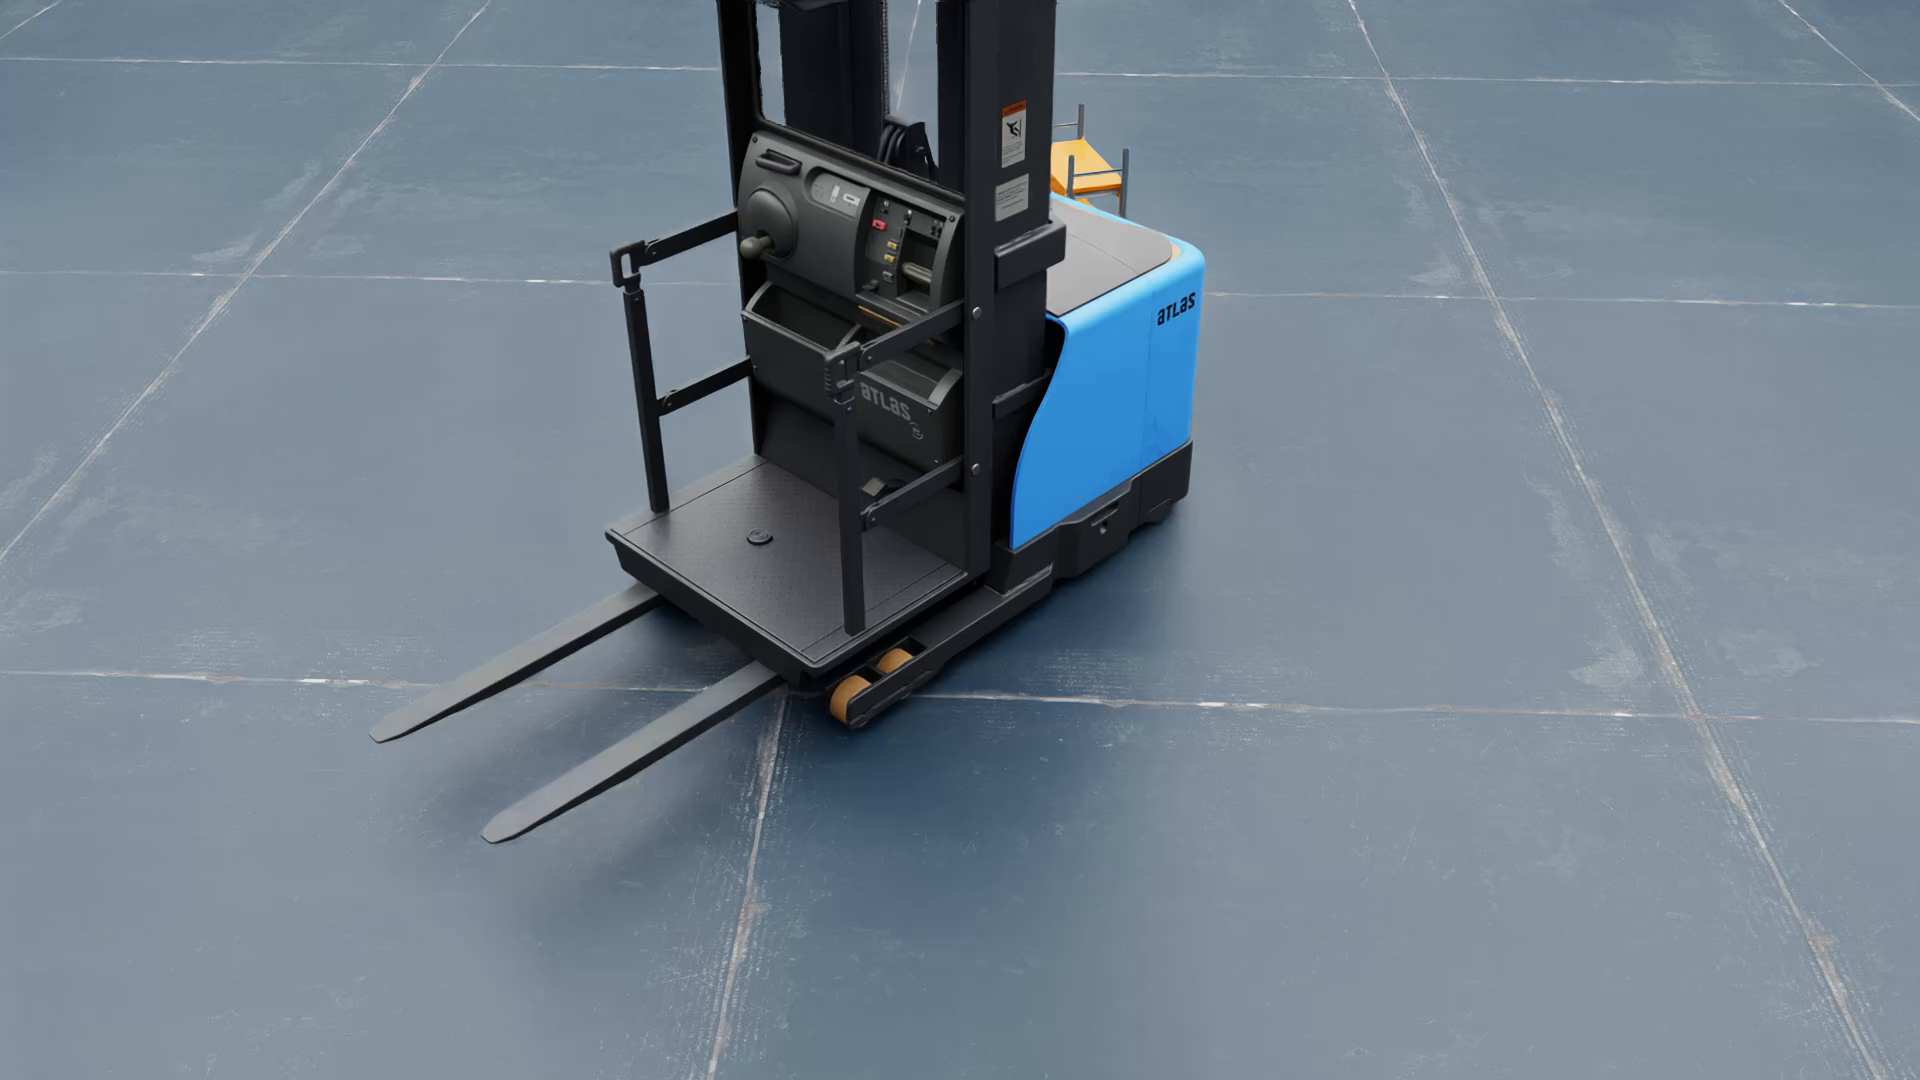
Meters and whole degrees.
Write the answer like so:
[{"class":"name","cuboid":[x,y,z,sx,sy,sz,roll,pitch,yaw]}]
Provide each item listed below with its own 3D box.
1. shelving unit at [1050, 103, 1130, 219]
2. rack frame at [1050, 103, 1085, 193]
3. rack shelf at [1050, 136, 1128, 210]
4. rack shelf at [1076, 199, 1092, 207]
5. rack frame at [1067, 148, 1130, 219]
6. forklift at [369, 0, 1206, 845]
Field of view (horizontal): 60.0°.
[{"class":"shelving unit","cuboid":[0.451,-1.099,6.770,0.258,1.200,0.503,-10,36,-14]},{"class":"rack frame","cuboid":[0.381,-1.233,6.961,0.240,1.200,0.015,-10,36,-14]},{"class":"rack shelf","cuboid":[0.451,-1.420,6.544,0.258,0.148,0.480,-10,36,-14]},{"class":"rack shelf","cuboid":[0.451,-1.227,6.680,0.258,0.148,0.480,-10,36,-14]},{"class":"rack frame","cuboid":[0.521,-0.964,6.579,0.240,1.200,0.015,-10,36,-14]},{"class":"forklift","cuboid":[-0.502,-0.926,5.018,1.130,2.935,3.031,29,44,35]}]
